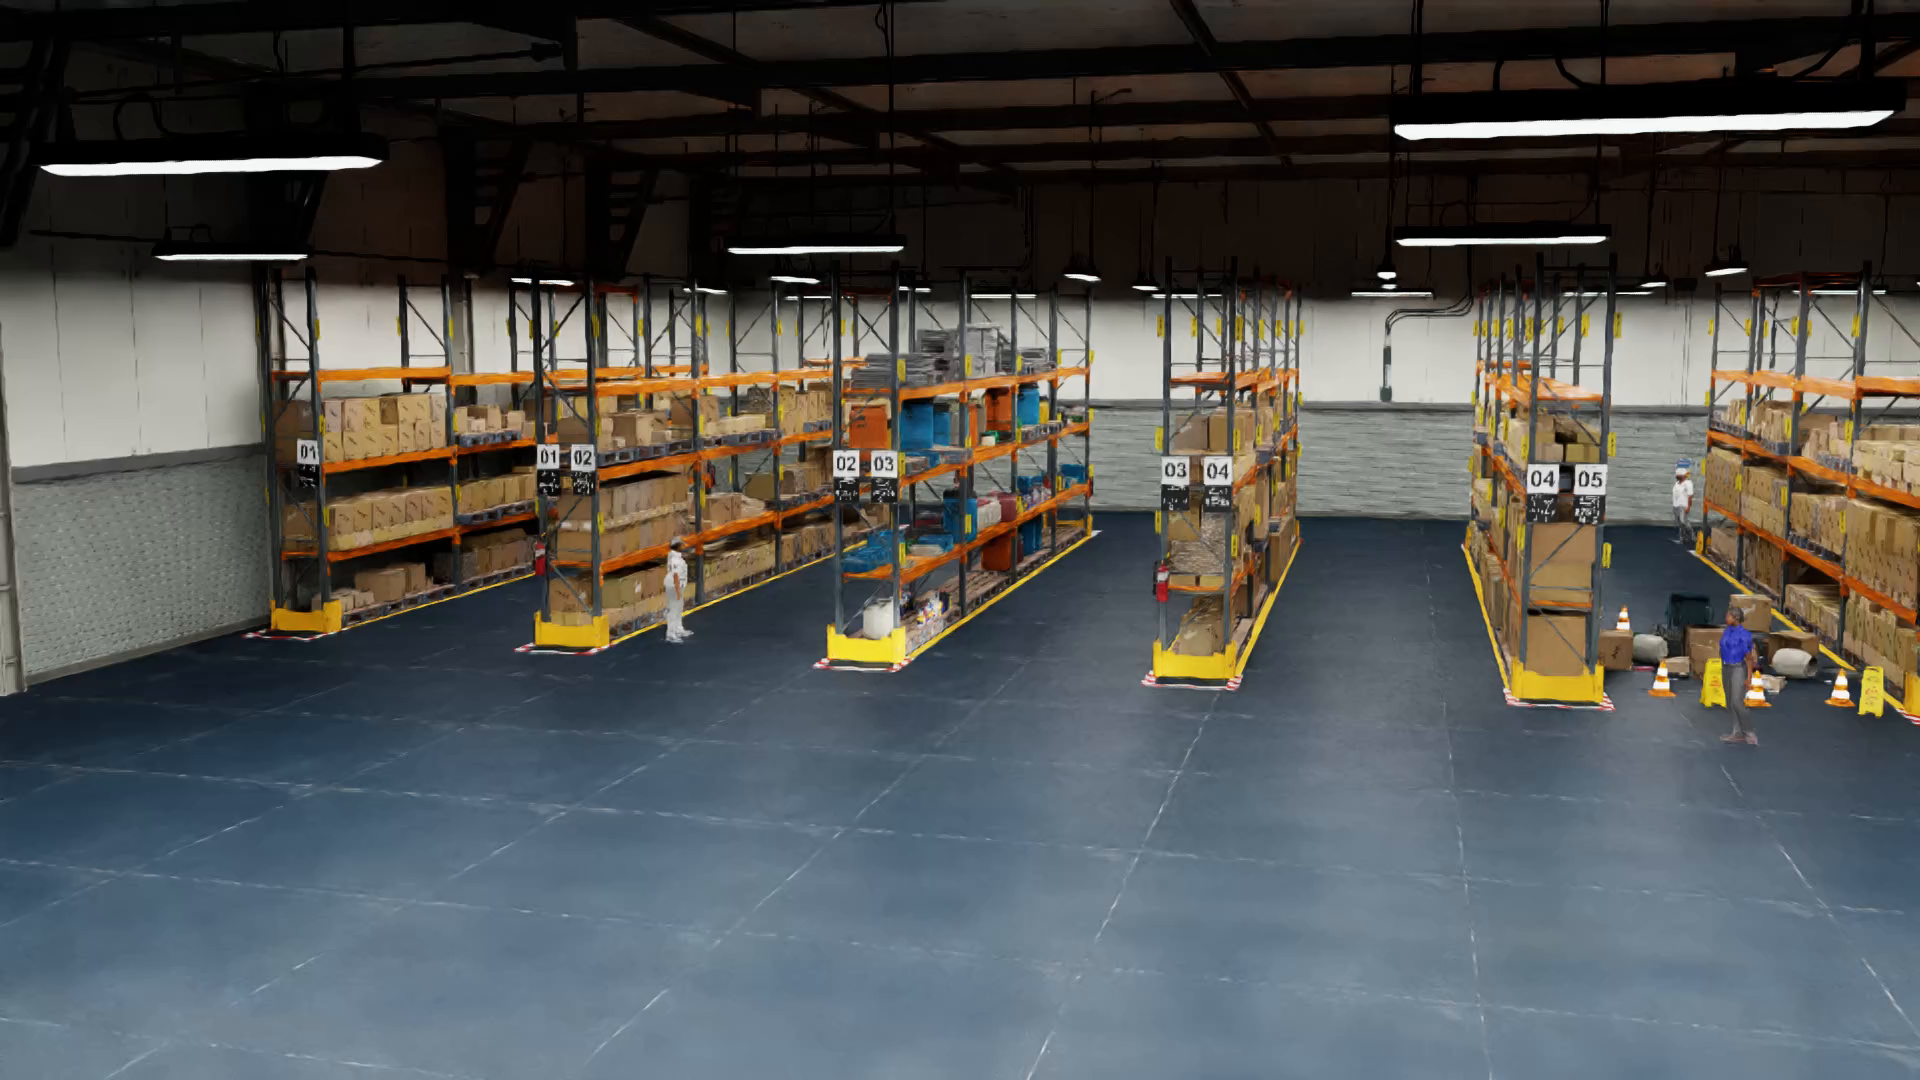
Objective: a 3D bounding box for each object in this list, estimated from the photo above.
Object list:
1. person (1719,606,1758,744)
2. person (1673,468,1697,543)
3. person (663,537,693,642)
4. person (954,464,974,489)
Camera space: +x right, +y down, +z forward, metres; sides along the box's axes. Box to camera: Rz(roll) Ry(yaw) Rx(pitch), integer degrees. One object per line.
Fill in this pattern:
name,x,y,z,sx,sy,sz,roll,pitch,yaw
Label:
person,9.445,1.639,20.140,0.385,1.633,0.571,-1,7,-11
person,16.872,-0.792,38.731,0.428,1.760,0.710,-2,8,-16
person,-4.542,0.776,26.777,0.463,1.673,0.578,-2,7,-12
person,0.032,-1.559,44.802,0.774,1.767,0.537,-3,8,-24
